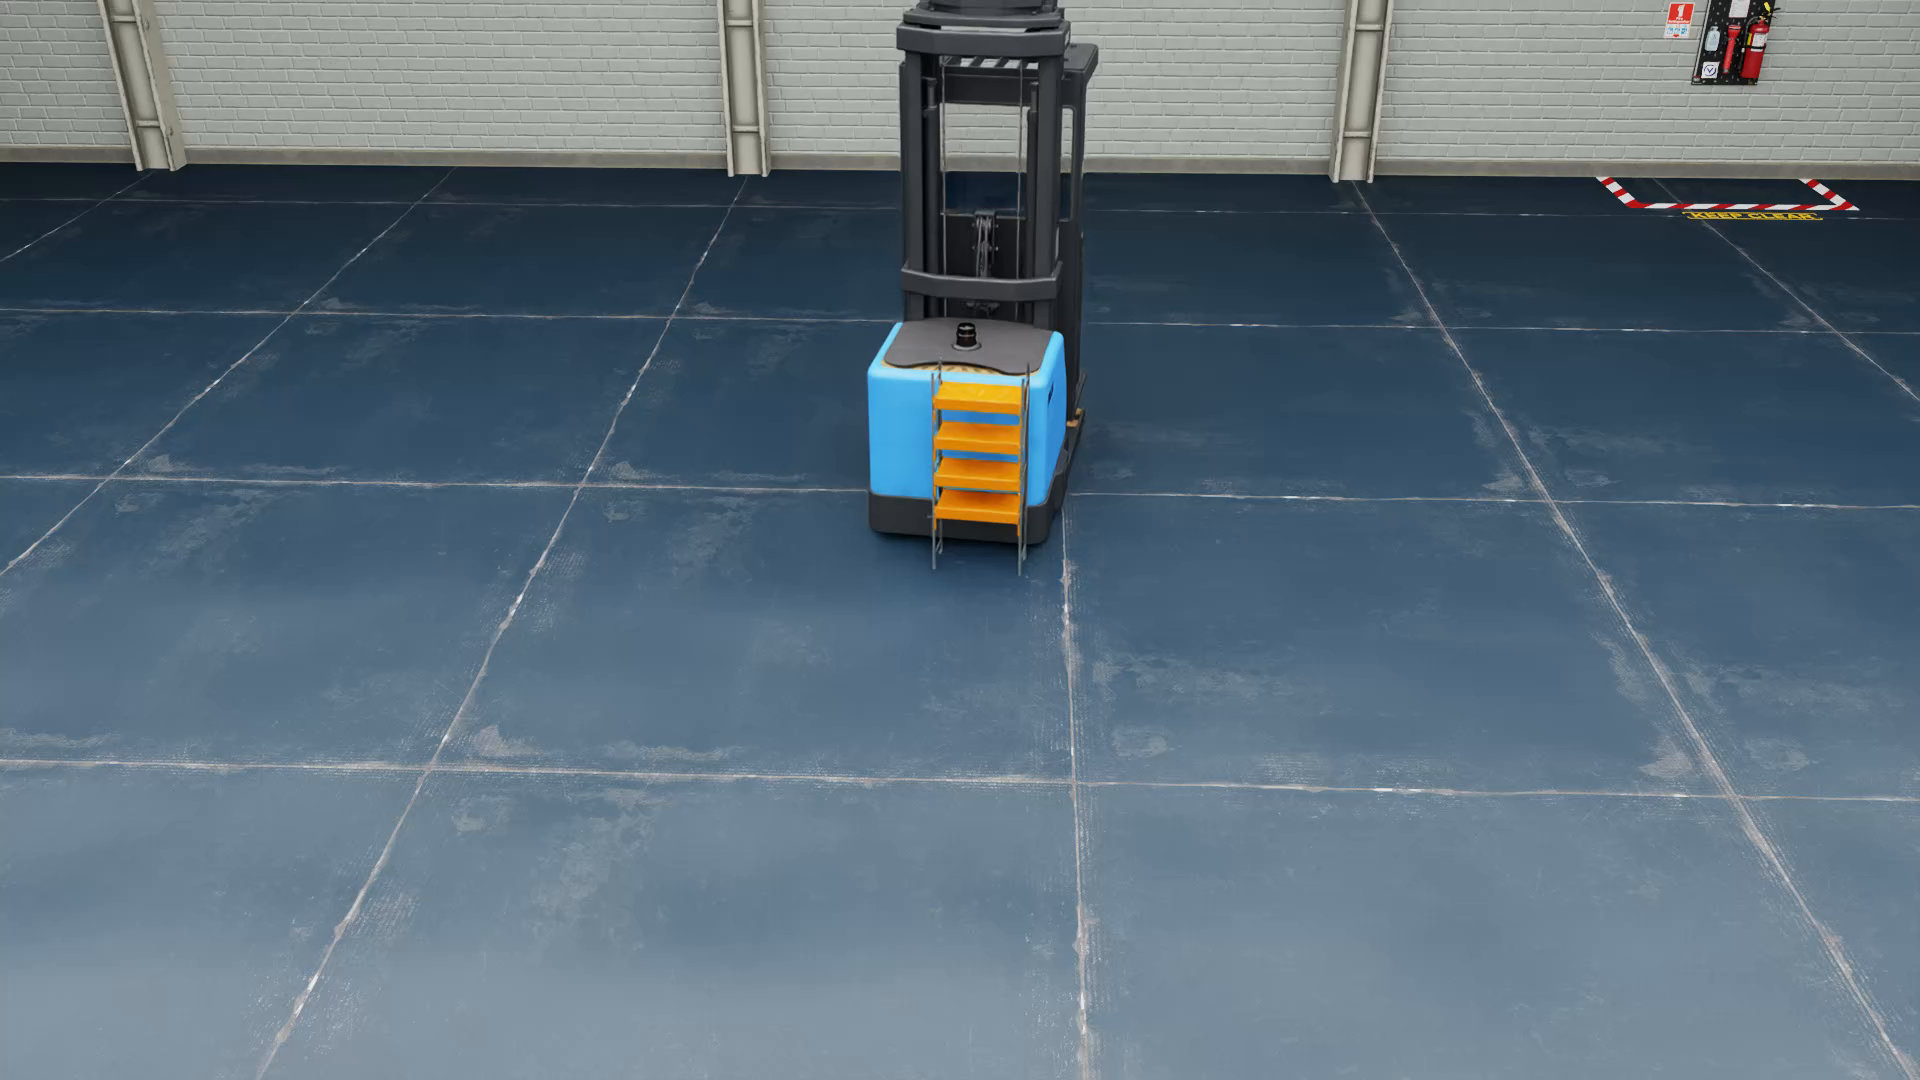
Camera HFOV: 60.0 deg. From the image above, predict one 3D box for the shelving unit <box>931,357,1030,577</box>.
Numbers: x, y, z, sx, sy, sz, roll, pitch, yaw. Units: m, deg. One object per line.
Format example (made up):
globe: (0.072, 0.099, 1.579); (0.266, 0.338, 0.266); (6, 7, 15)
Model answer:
shelving unit: (0.112, -0.396, 9.216); (0.503, 1.200, 0.258); (5, 28, 8)

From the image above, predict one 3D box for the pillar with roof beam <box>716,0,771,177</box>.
pillar with roof beam: (-2.266, -5.661, 10.821); (0.400, 9.000, 9.100); (1, 28, 2)

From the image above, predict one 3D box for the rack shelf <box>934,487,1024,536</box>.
rack shelf: (0.112, -0.161, 9.341); (0.480, 0.148, 0.258); (5, 28, 8)

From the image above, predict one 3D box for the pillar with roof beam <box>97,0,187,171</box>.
pillar with roof beam: (-8.262, -5.760, 11.008); (0.400, 9.000, 9.100); (1, 28, 2)

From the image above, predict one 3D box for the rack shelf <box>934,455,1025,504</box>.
rack shelf: (0.112, -0.337, 9.248); (0.480, 0.148, 0.258); (5, 28, 8)

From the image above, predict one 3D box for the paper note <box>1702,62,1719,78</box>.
paper note: (7.236, -4.532, 16.037); (0.142, 0.148, 0.016); (1, 28, 2)

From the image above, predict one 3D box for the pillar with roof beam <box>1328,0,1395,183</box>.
pillar with roof beam: (3.730, -5.562, 10.634); (0.400, 9.000, 9.100); (1, 28, 2)

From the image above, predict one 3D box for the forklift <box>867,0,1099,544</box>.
forklift: (0.232, -1.940, 10.281); (1.130, 2.935, 3.031); (5, 28, 9)

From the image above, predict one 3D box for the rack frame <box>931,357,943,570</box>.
rack frame: (-0.128, -0.415, 9.252); (0.015, 1.200, 0.240); (5, 28, 8)

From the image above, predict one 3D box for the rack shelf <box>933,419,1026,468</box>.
rack shelf: (0.112, -0.534, 9.143); (0.480, 0.148, 0.258); (5, 28, 8)

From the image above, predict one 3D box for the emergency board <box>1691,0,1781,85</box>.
emergency board: (7.410, -4.886, 15.764); (0.643, 1.169, 0.194); (1, 28, 2)

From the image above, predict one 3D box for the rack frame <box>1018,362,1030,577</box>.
rack frame: (0.353, -0.377, 9.181); (0.015, 1.200, 0.240); (5, 28, 8)

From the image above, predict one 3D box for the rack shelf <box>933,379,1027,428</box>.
rack shelf: (0.112, -0.743, 9.032); (0.480, 0.148, 0.258); (5, 28, 8)

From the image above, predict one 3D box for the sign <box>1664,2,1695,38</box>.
sign: (6.861, -4.959, 15.864); (0.234, 0.329, 0.001); (1, 28, 2)
